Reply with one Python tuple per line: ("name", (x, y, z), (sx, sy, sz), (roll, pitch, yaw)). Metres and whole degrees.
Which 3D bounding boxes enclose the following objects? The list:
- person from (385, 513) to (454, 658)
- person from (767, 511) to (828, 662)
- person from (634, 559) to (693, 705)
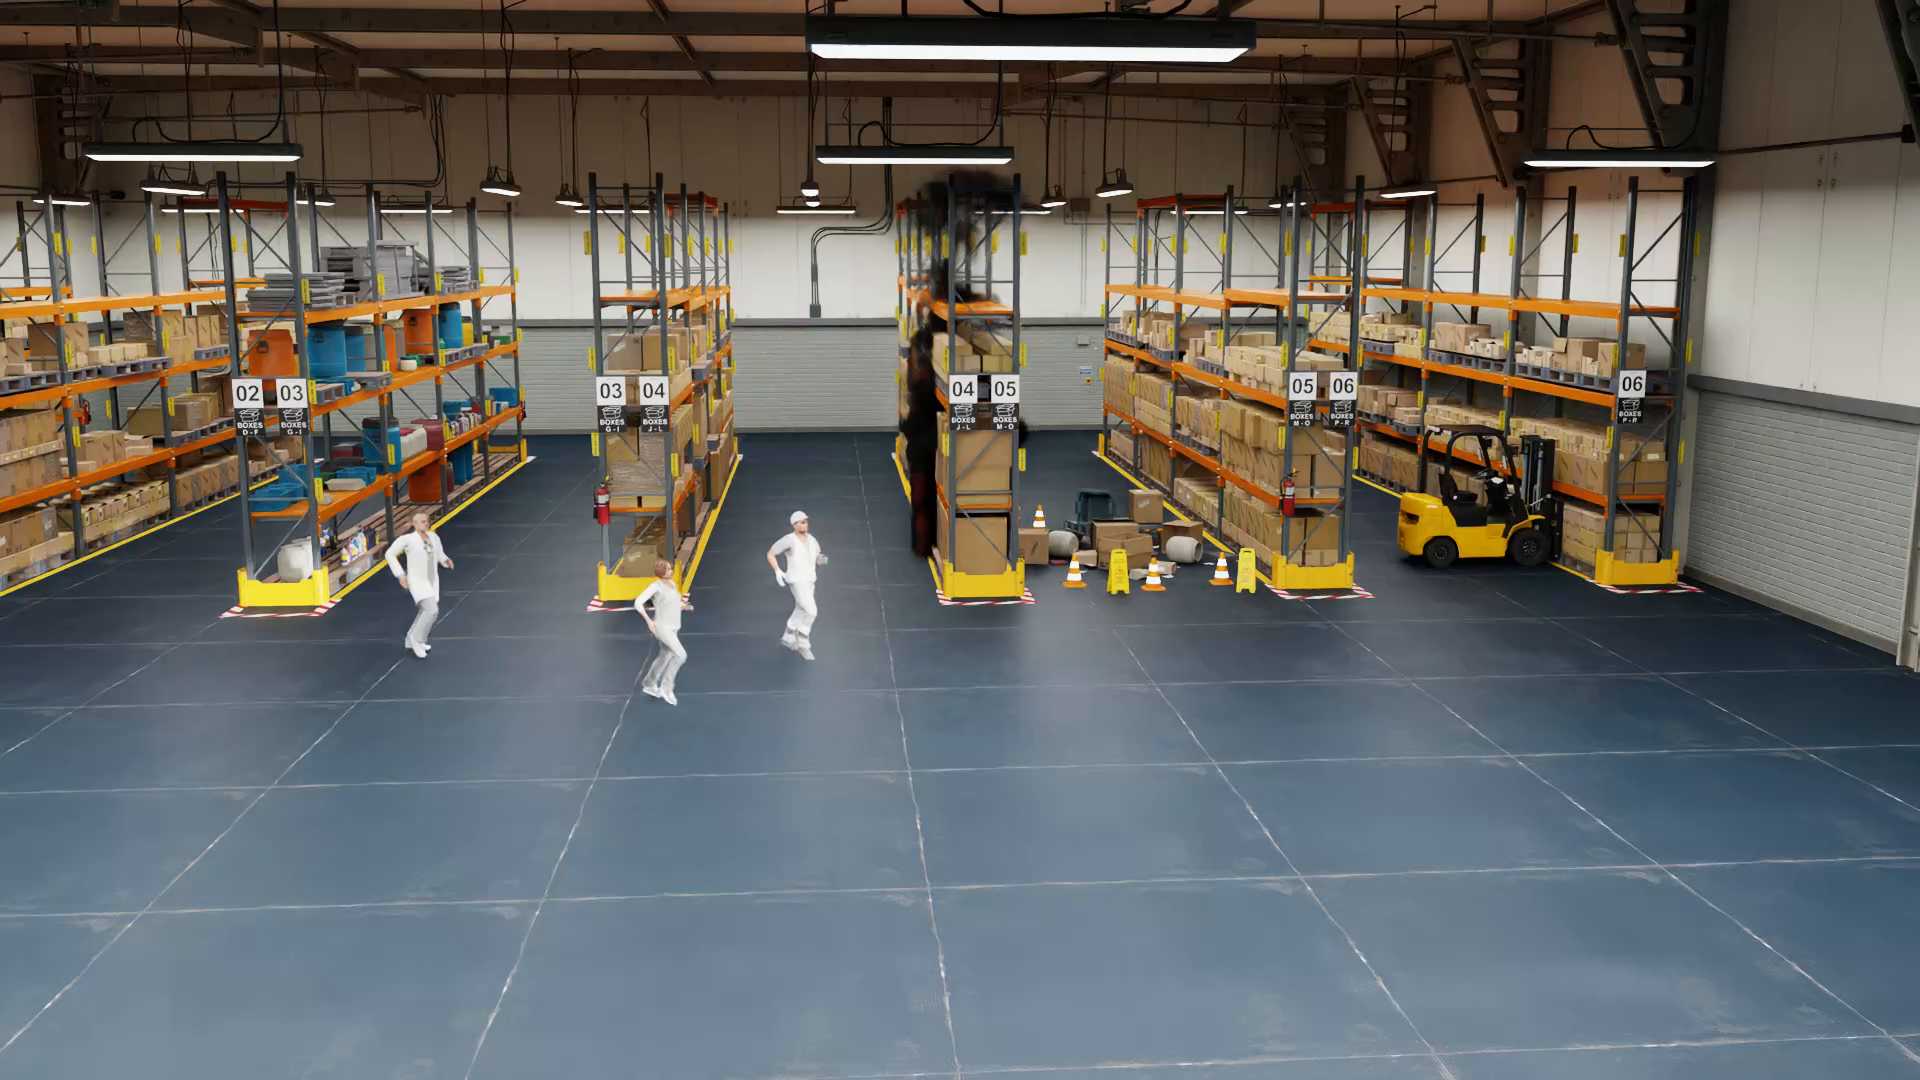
("person", (-6.602, 0.557, 20.527), (0.765, 1.792, 0.701), (5, 11, 26))
("person", (-1.942, 0.558, 20.402), (0.761, 1.836, 0.647), (7, 12, 33))
("person", (-3.243, 1.026, 18.360), (0.682, 1.593, 0.503), (3, 10, 17))
